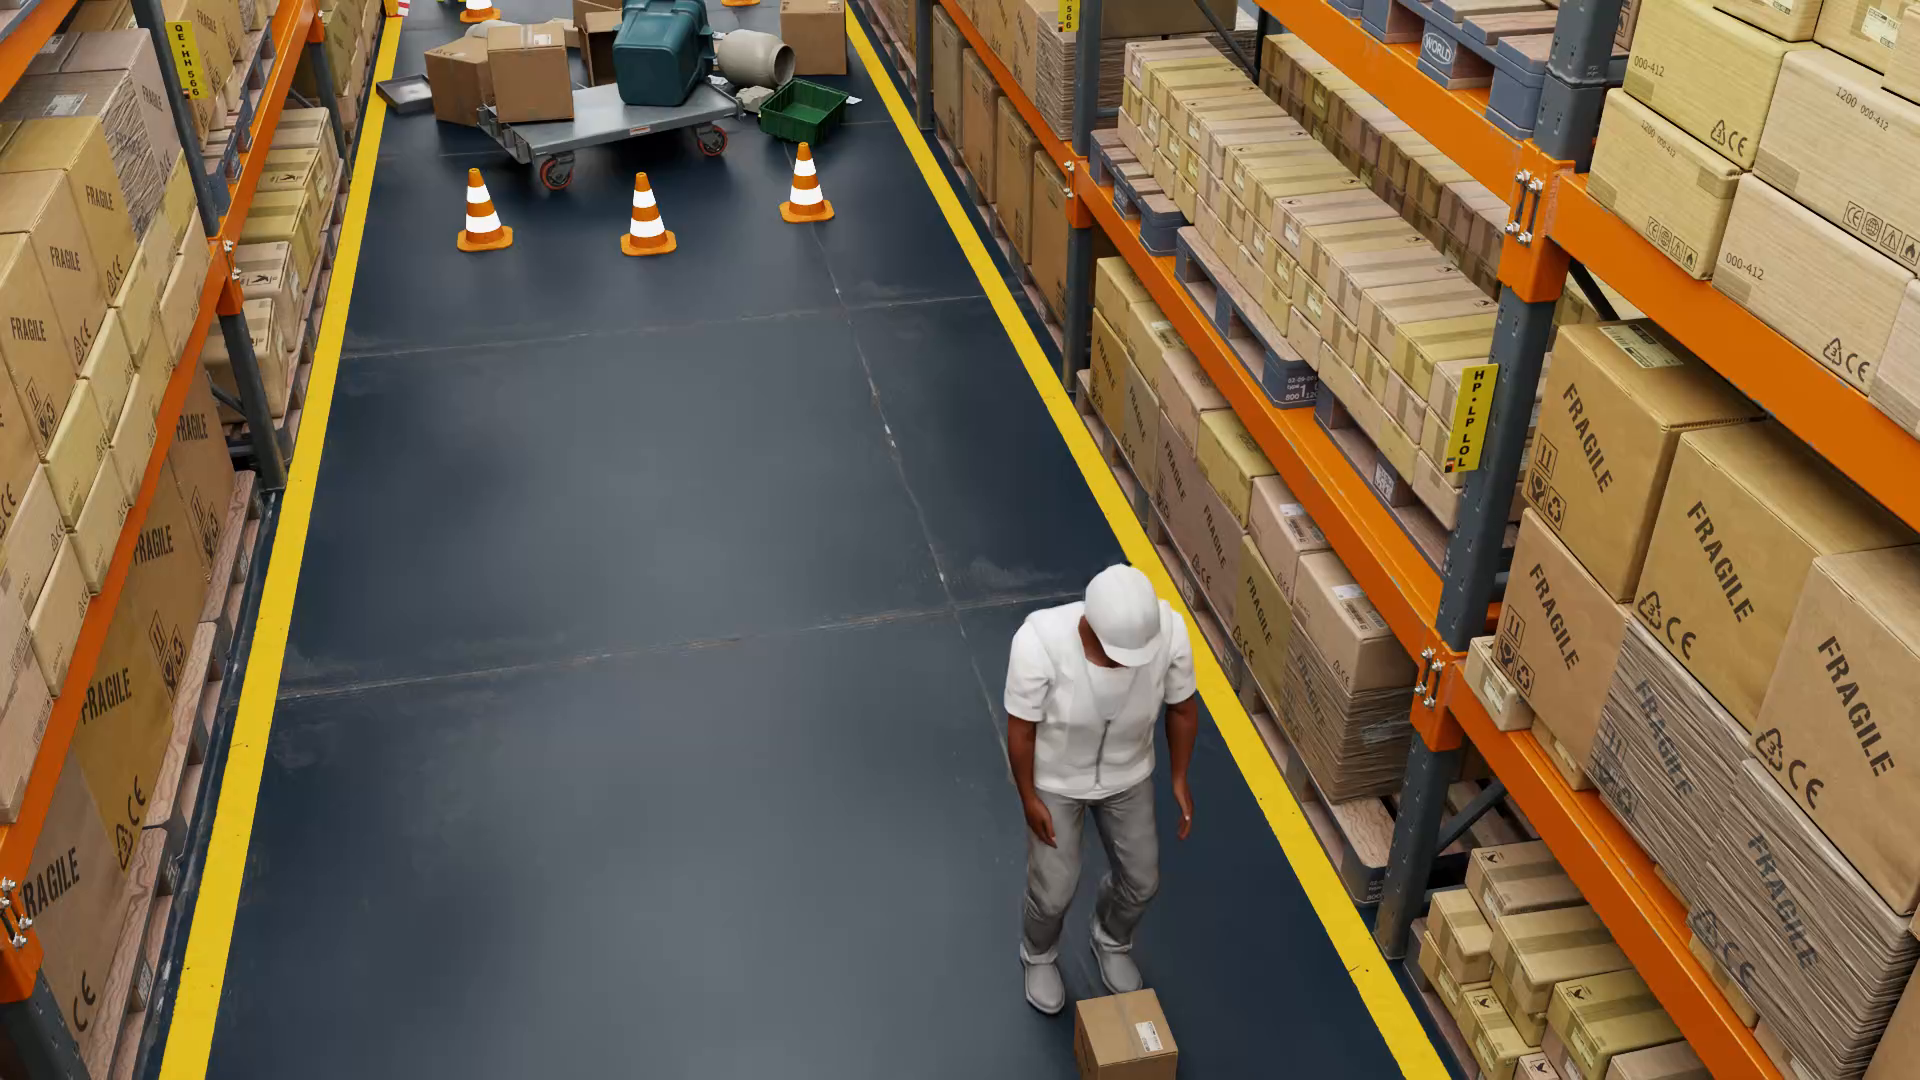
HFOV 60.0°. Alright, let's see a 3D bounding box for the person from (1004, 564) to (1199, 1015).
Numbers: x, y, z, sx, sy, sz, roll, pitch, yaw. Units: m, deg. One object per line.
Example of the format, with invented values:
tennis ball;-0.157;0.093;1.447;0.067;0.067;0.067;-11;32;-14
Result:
person;0.427;0.739;5.086;0.595;1.707;0.472;-6;35;-9
